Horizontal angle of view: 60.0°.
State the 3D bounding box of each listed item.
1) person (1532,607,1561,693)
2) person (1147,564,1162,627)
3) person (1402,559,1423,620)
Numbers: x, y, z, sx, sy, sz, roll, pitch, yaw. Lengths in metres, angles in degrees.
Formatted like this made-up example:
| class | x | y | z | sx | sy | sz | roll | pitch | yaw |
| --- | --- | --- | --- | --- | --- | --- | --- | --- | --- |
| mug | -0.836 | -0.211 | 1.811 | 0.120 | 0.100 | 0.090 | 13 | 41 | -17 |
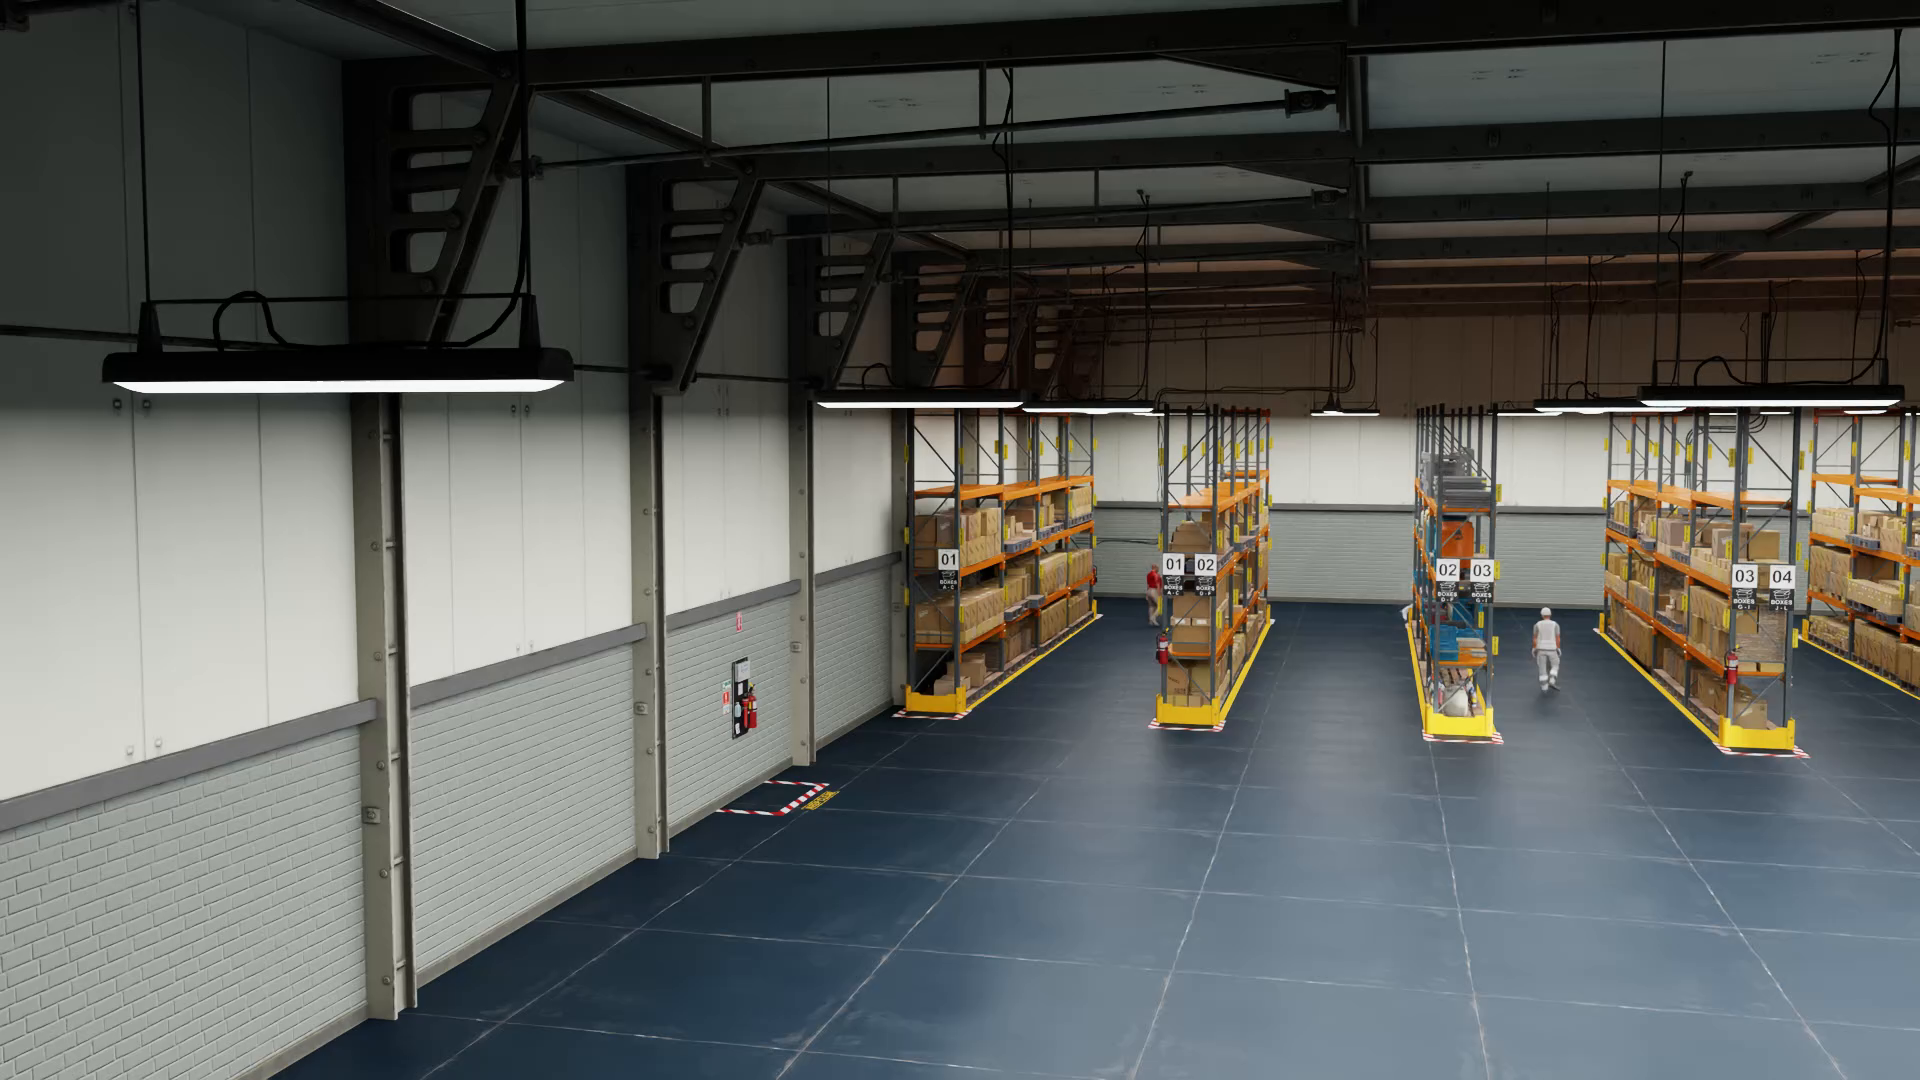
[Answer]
| class | x | y | z | sx | sy | sz | roll | pitch | yaw |
| --- | --- | --- | --- | --- | --- | --- | --- | --- | --- |
| person | 12.253 | 2.307 | 34.736 | 0.575 | 1.790 | 0.530 | 1 | 4 | 19 |
| person | 5.366 | 1.565 | 46.022 | 0.518 | 1.631 | 0.704 | -2 | 5 | -25 |
| person | 12.856 | 1.423 | 46.805 | 0.754 | 1.768 | 0.644 | 2 | 5 | 28 |
